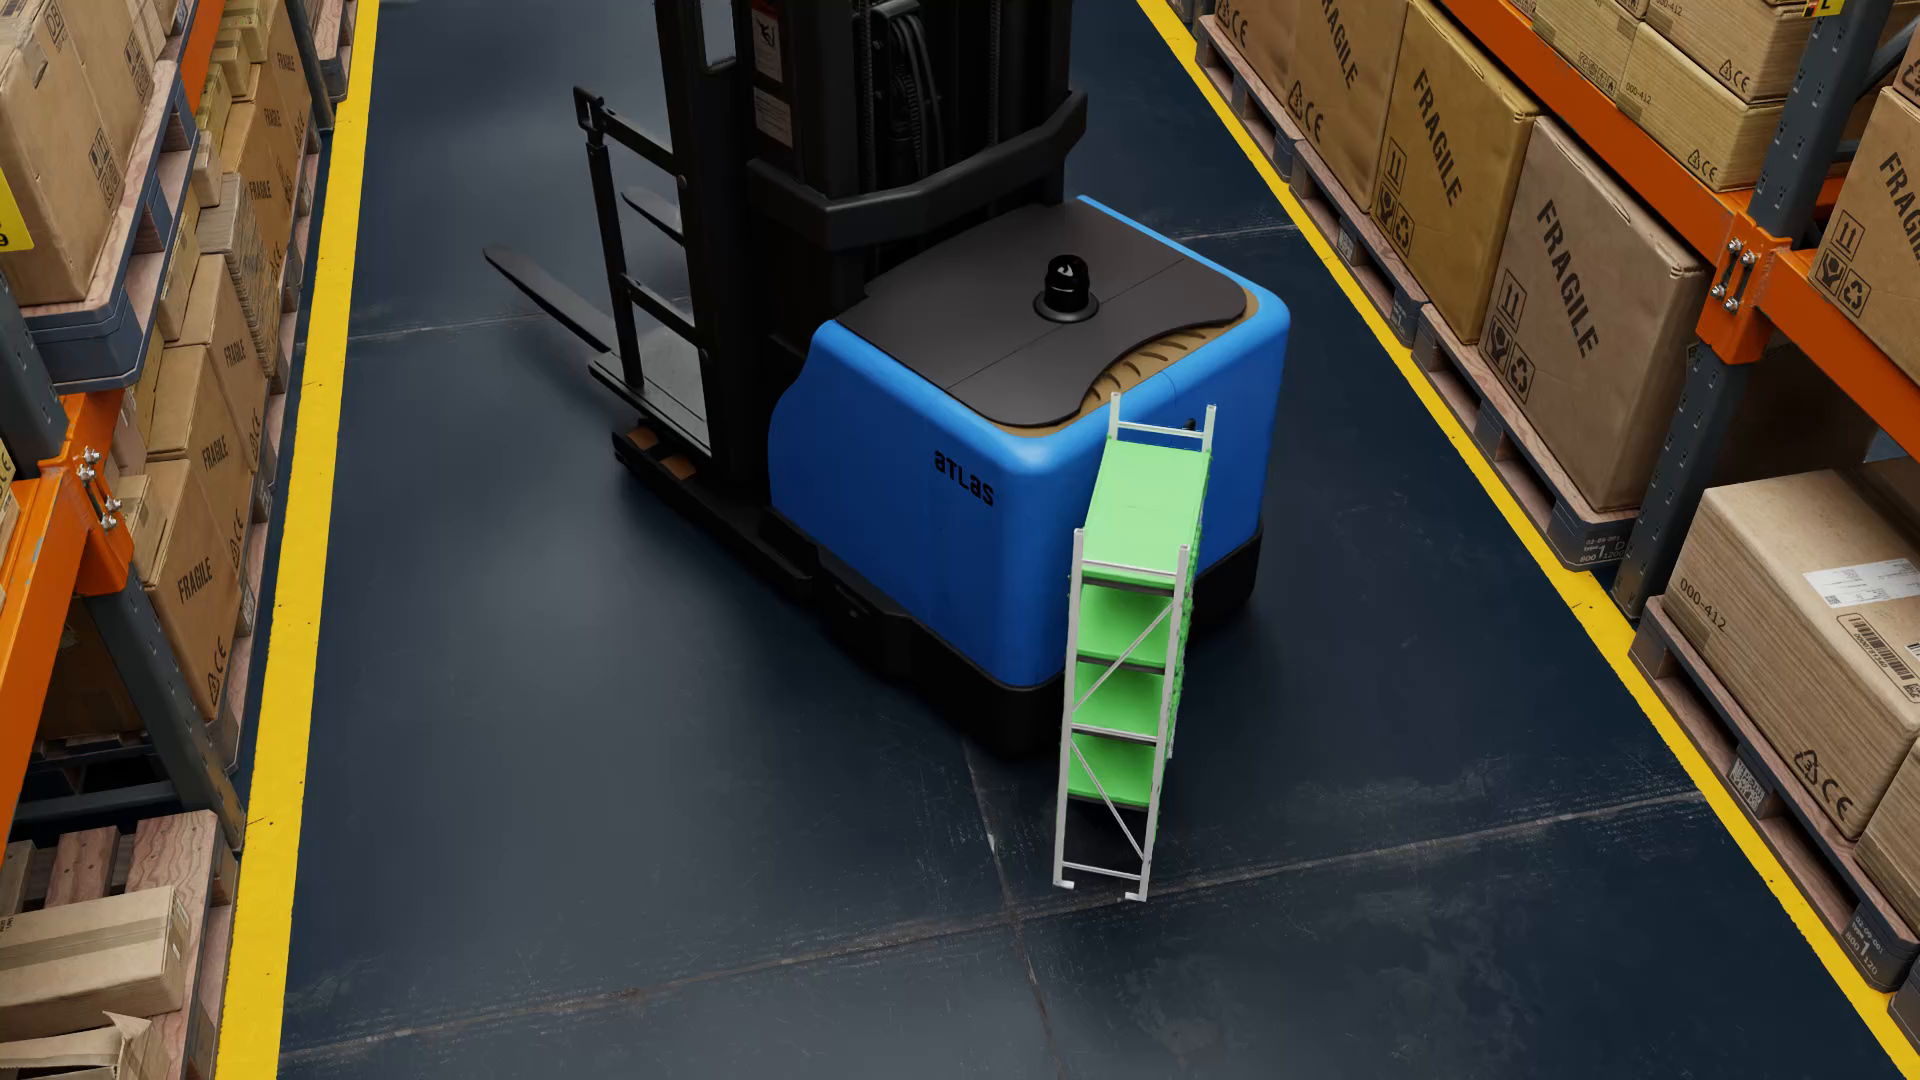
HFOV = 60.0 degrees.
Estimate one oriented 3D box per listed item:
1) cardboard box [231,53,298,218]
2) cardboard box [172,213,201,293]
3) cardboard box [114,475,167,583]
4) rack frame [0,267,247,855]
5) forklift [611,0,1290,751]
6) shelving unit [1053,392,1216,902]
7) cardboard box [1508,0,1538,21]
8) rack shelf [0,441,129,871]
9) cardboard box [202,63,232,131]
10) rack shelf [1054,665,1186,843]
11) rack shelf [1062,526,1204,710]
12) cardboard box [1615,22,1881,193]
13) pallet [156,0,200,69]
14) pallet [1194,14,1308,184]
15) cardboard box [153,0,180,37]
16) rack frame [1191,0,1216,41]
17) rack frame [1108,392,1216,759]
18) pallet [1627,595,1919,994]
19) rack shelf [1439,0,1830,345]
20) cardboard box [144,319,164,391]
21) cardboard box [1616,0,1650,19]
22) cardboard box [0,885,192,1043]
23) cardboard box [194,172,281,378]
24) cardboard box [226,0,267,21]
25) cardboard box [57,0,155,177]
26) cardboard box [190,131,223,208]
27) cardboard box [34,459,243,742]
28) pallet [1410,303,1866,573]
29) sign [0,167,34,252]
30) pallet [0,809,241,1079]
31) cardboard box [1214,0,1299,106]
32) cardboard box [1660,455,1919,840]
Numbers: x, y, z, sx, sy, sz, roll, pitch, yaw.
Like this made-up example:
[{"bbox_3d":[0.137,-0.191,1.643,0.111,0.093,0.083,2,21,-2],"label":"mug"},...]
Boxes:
[{"bbox_3d":[-2.834,-1.520,6.269,0.500,0.500,0.500,-9,42,-10],"label":"cardboard box"},{"bbox_3d":[-2.530,-0.847,5.022,0.380,0.149,0.250,-7,42,-8],"label":"cardboard box"},{"bbox_3d":[-2.187,-0.009,4.079,0.380,0.149,0.250,-6,42,-7],"label":"cardboard box"},{"bbox_3d":[-2.370,-0.274,3.299,1.000,3.000,0.127,-8,42,-9],"label":"rack frame"},{"bbox_3d":[-0.486,-1.415,4.636,1.130,2.935,3.031,-32,50,-31],"label":"forklift"},{"bbox_3d":[0.411,0.289,4.021,0.258,1.200,0.503,9,42,10],"label":"shelving unit"},{"bbox_3d":[1.934,-1.846,5.183,0.500,0.250,0.500,-9,42,-10],"label":"cardboard box"},{"bbox_3d":[-1.938,1.292,2.077,1.077,0.370,4.000,-8,42,-9],"label":"rack shelf"},{"bbox_3d":[-2.764,-1.521,5.781,0.380,0.149,0.250,-7,42,-8],"label":"cardboard box"},{"bbox_3d":[0.411,0.516,4.223,0.258,0.148,0.480,9,42,10],"label":"rack shelf"},{"bbox_3d":[0.411,0.157,3.904,0.258,0.148,0.480,9,42,10],"label":"rack shelf"},{"bbox_3d":[2.133,-1.186,4.440,0.500,0.250,0.500,-9,42,-10],"label":"cardboard box"},{"bbox_3d":[-2.809,-1.535,4.864,1.003,0.211,1.213,-8,42,-9],"label":"pallet"},{"bbox_3d":[1.709,-2.016,7.362,1.003,0.211,1.213,-8,42,-9],"label":"pallet"},{"bbox_3d":[-2.537,-1.658,4.467,0.700,0.500,0.500,-9,42,-10],"label":"cardboard box"},{"bbox_3d":[1.613,-3.580,7.024,1.000,3.000,0.127,-8,42,-9],"label":"rack frame"},{"bbox_3d":[0.465,0.131,4.199,0.240,1.200,0.015,9,42,10],"label":"rack frame"},{"bbox_3d":[2.564,0.559,4.461,1.003,0.211,1.213,-8,42,-9],"label":"pallet"},{"bbox_3d":[2.045,-2.015,5.802,1.077,0.370,4.000,-8,42,-9],"label":"rack shelf"},{"bbox_3d":[-2.462,-0.518,4.652,0.380,0.149,0.250,-9,42,-10],"label":"cardboard box"},{"bbox_3d":[2.029,-1.692,4.633,0.500,0.250,0.500,-7,42,-8],"label":"cardboard box"},{"bbox_3d":[-1.963,0.954,3.747,0.380,0.149,0.250,-10,42,-11],"label":"cardboard box"},{"bbox_3d":[-2.588,-0.847,5.511,0.500,0.500,0.500,-10,43,-11],"label":"cardboard box"},{"bbox_3d":[-2.879,-2.048,6.375,0.380,0.149,0.250,-10,43,-11],"label":"cardboard box"},{"bbox_3d":[-2.367,-1.150,3.894,0.700,0.500,0.500,-8,42,-9],"label":"cardboard box"},{"bbox_3d":[-2.620,-1.184,5.403,0.380,0.149,0.250,-10,43,-11],"label":"cardboard box"},{"bbox_3d":[-2.254,0.158,4.379,0.500,0.500,0.500,-7,42,-7],"label":"cardboard box"},{"bbox_3d":[2.236,-0.434,5.580,1.003,0.211,1.213,-8,42,-9],"label":"pallet"},{"bbox_3d":[-1.841,-0.680,3.105,0.100,0.325,0.005,-8,42,-9],"label":"sign"},{"bbox_3d":[-2.222,1.214,3.723,1.003,0.211,1.213,-8,42,-9],"label":"pallet"},{"bbox_3d":[1.681,-2.483,7.072,0.875,0.875,0.875,-9,42,-10],"label":"cardboard box"},{"bbox_3d":[2.507,0.236,4.338,0.875,0.438,0.875,-9,42,-10],"label":"cardboard box"}]
